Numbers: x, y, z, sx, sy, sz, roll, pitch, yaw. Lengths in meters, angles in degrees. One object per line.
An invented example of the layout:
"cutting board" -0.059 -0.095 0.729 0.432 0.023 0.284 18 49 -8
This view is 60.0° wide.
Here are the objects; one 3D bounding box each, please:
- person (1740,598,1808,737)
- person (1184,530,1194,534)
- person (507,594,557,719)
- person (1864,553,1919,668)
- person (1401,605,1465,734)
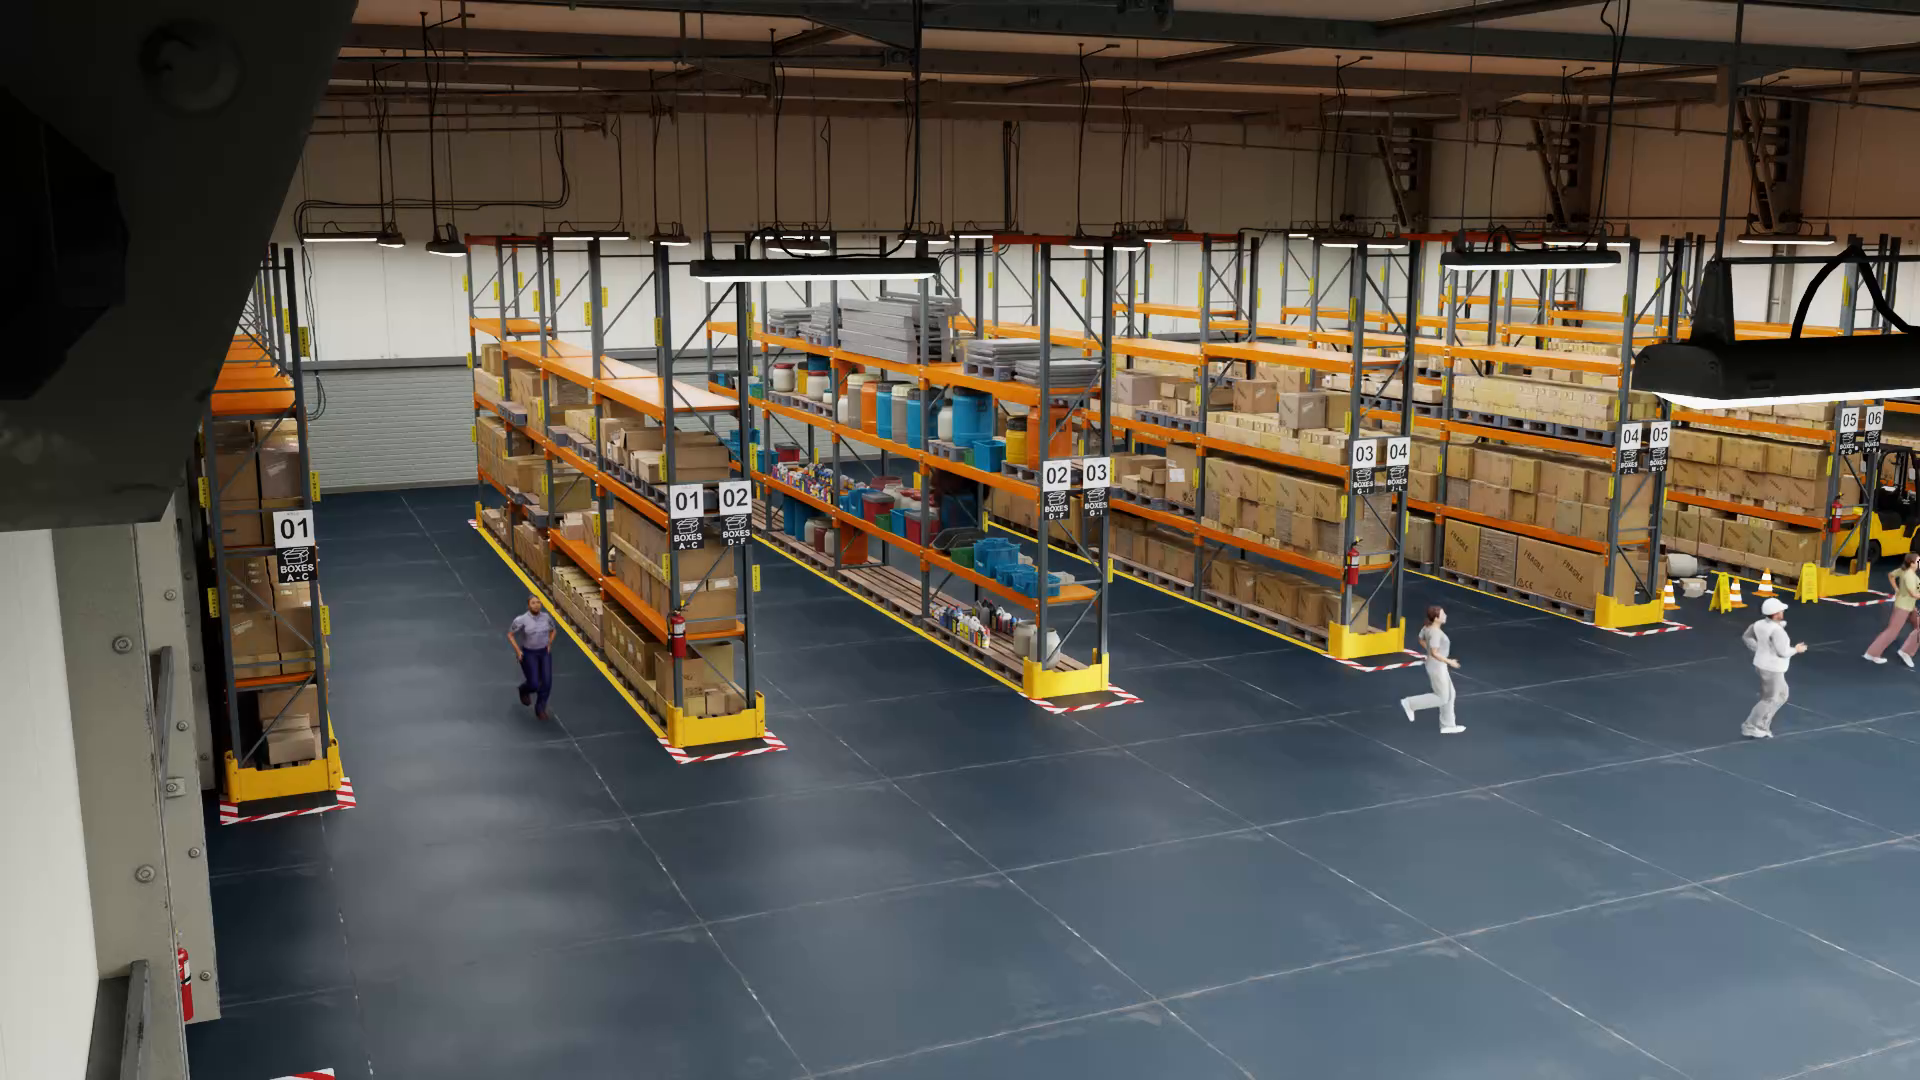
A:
"person" 9.957 1.588 20.352 0.677 1.796 0.639 1 11 4
"person" 4.549 -1.031 33.876 0.610 1.684 0.937 -6 12 -27
"person" -5.449 1.479 21.311 0.623 1.599 0.566 -8 14 -36
"person" 13.393 0.989 23.640 0.842 1.672 0.581 6 12 27
"person" 5.891 1.603 20.642 0.810 1.633 0.580 1 11 4
